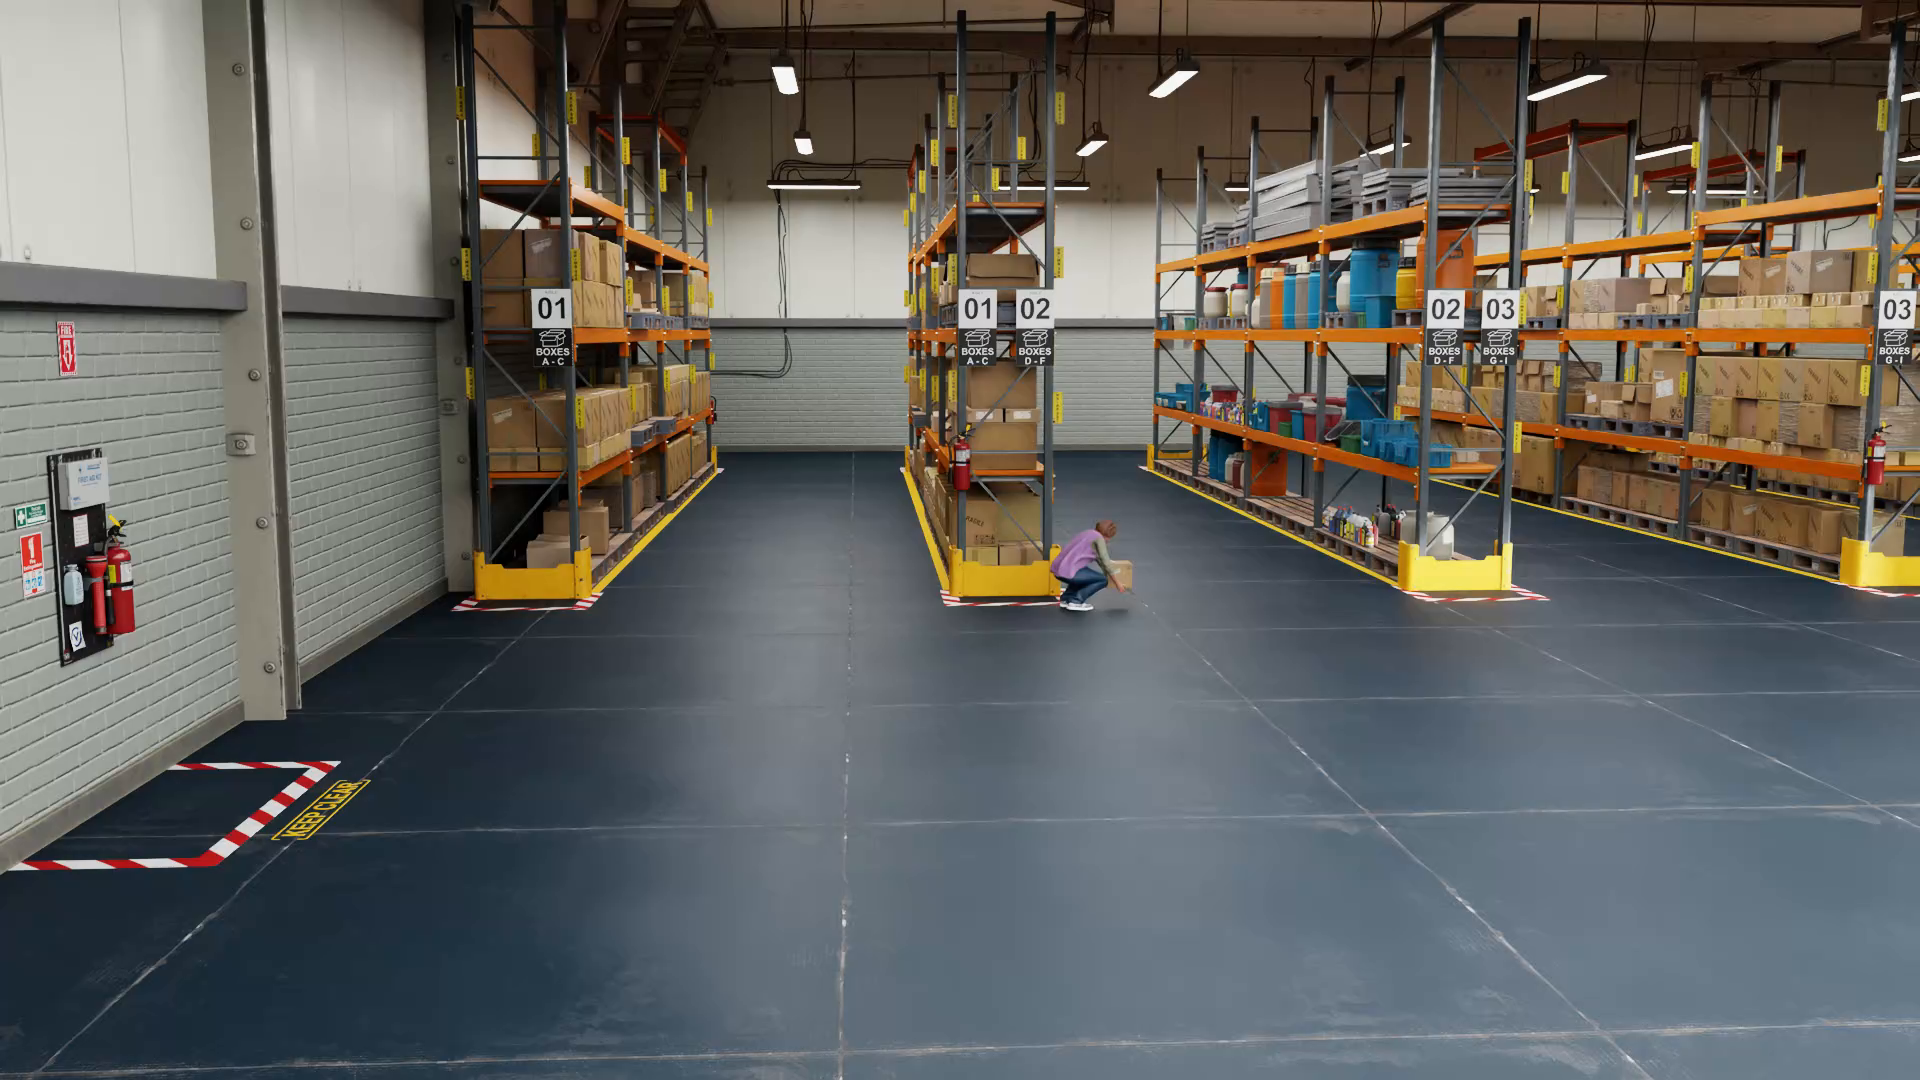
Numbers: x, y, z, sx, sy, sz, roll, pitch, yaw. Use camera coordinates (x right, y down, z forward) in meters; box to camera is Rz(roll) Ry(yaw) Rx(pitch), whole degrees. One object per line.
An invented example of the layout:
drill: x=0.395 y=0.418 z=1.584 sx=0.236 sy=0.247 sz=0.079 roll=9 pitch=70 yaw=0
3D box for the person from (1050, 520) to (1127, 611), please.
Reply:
person: x=1.309 y=0.250 z=16.694 sx=0.847 sy=0.891 sz=0.454 roll=-3 pitch=8 yaw=-21
